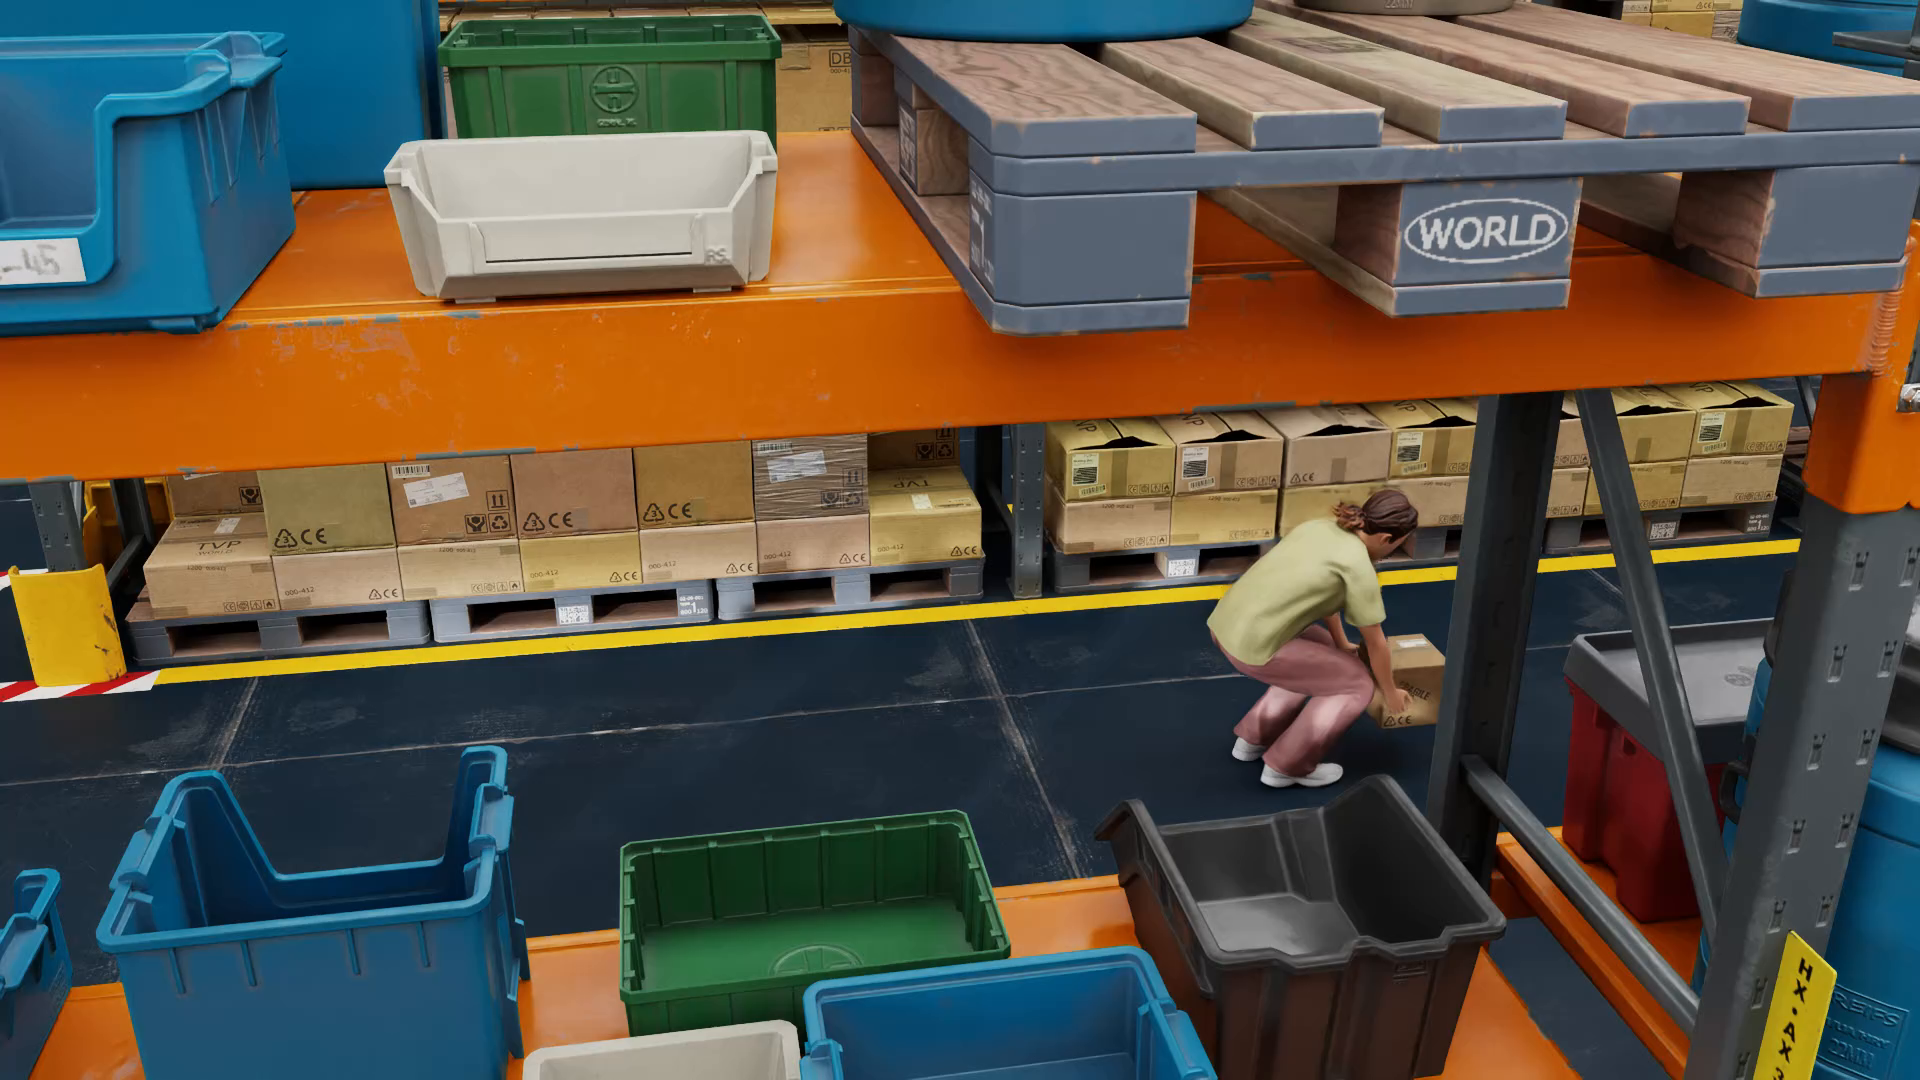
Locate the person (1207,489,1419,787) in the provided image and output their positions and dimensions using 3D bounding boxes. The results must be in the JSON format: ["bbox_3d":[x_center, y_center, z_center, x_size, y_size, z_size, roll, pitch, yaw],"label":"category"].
[{"bbox_3d":[1.272,0.345,6.071,0.758,1.069,0.494,-4,24,-10],"label":"person"}]
